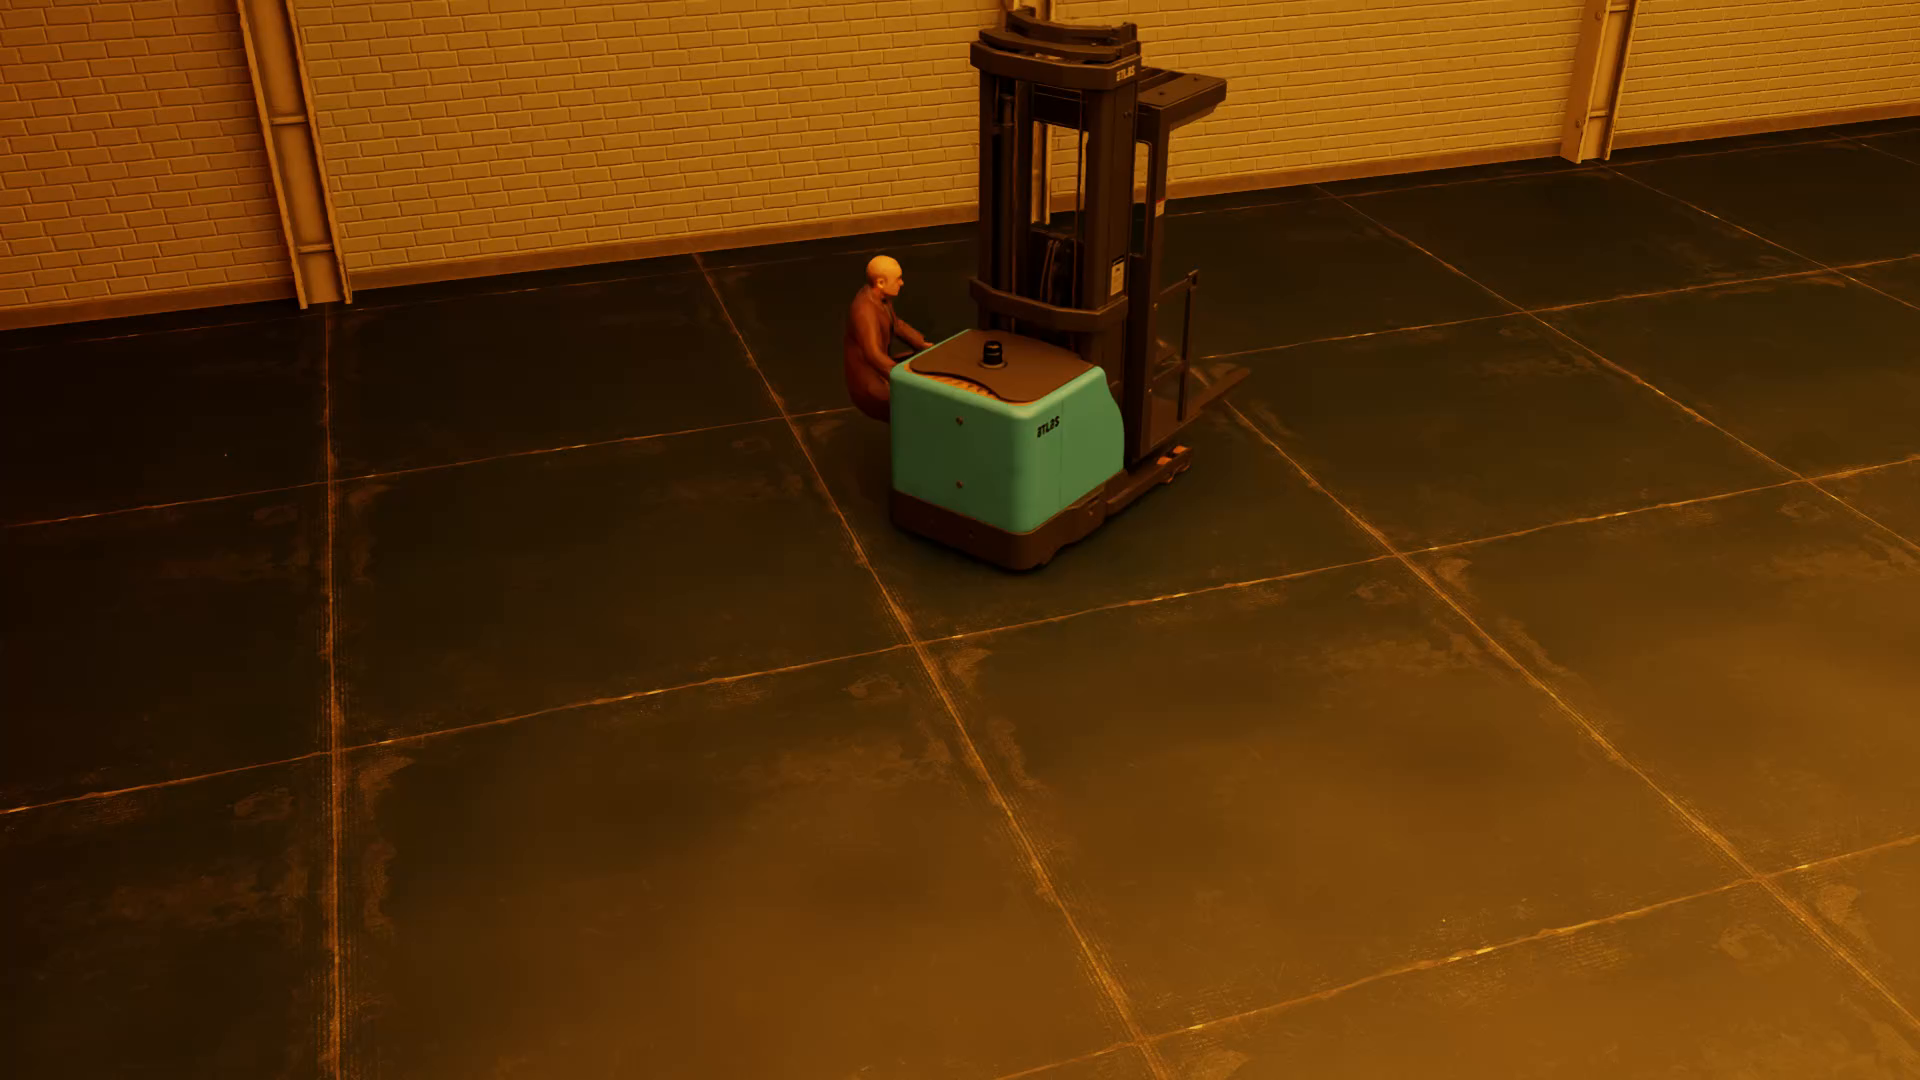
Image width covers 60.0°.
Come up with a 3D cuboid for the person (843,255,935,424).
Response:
[{"bbox_3d":[-0.264,-0.997,10.243,0.904,1.557,0.862,-1,30,-1],"label":"person"}]

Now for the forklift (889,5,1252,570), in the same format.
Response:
[{"bbox_3d":[0.864,-1.771,10.165,1.130,2.935,3.031,21,36,32],"label":"forklift"}]
